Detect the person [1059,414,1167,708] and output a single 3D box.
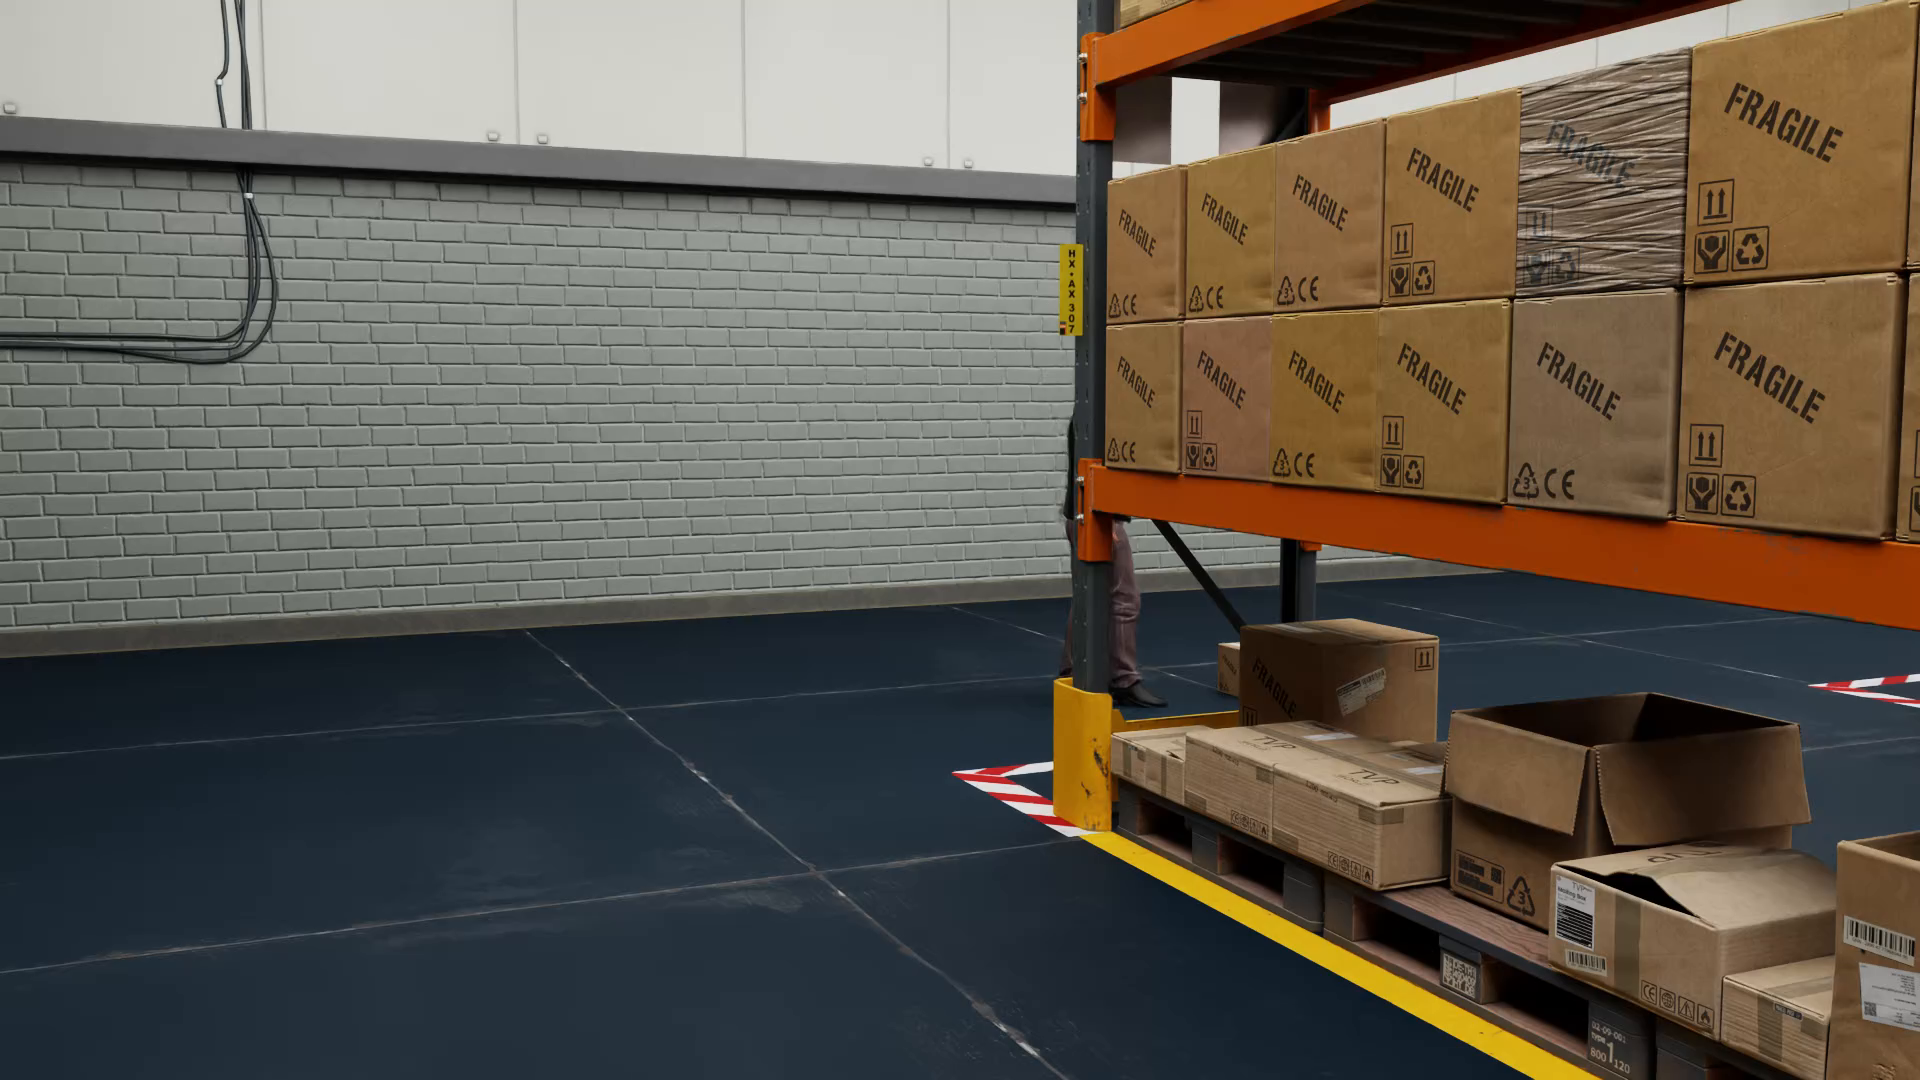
[{"bbox_3d":[0.771,-0.049,8.433,0.526,1.741,0.582,0,5,0],"label":"person"}]
